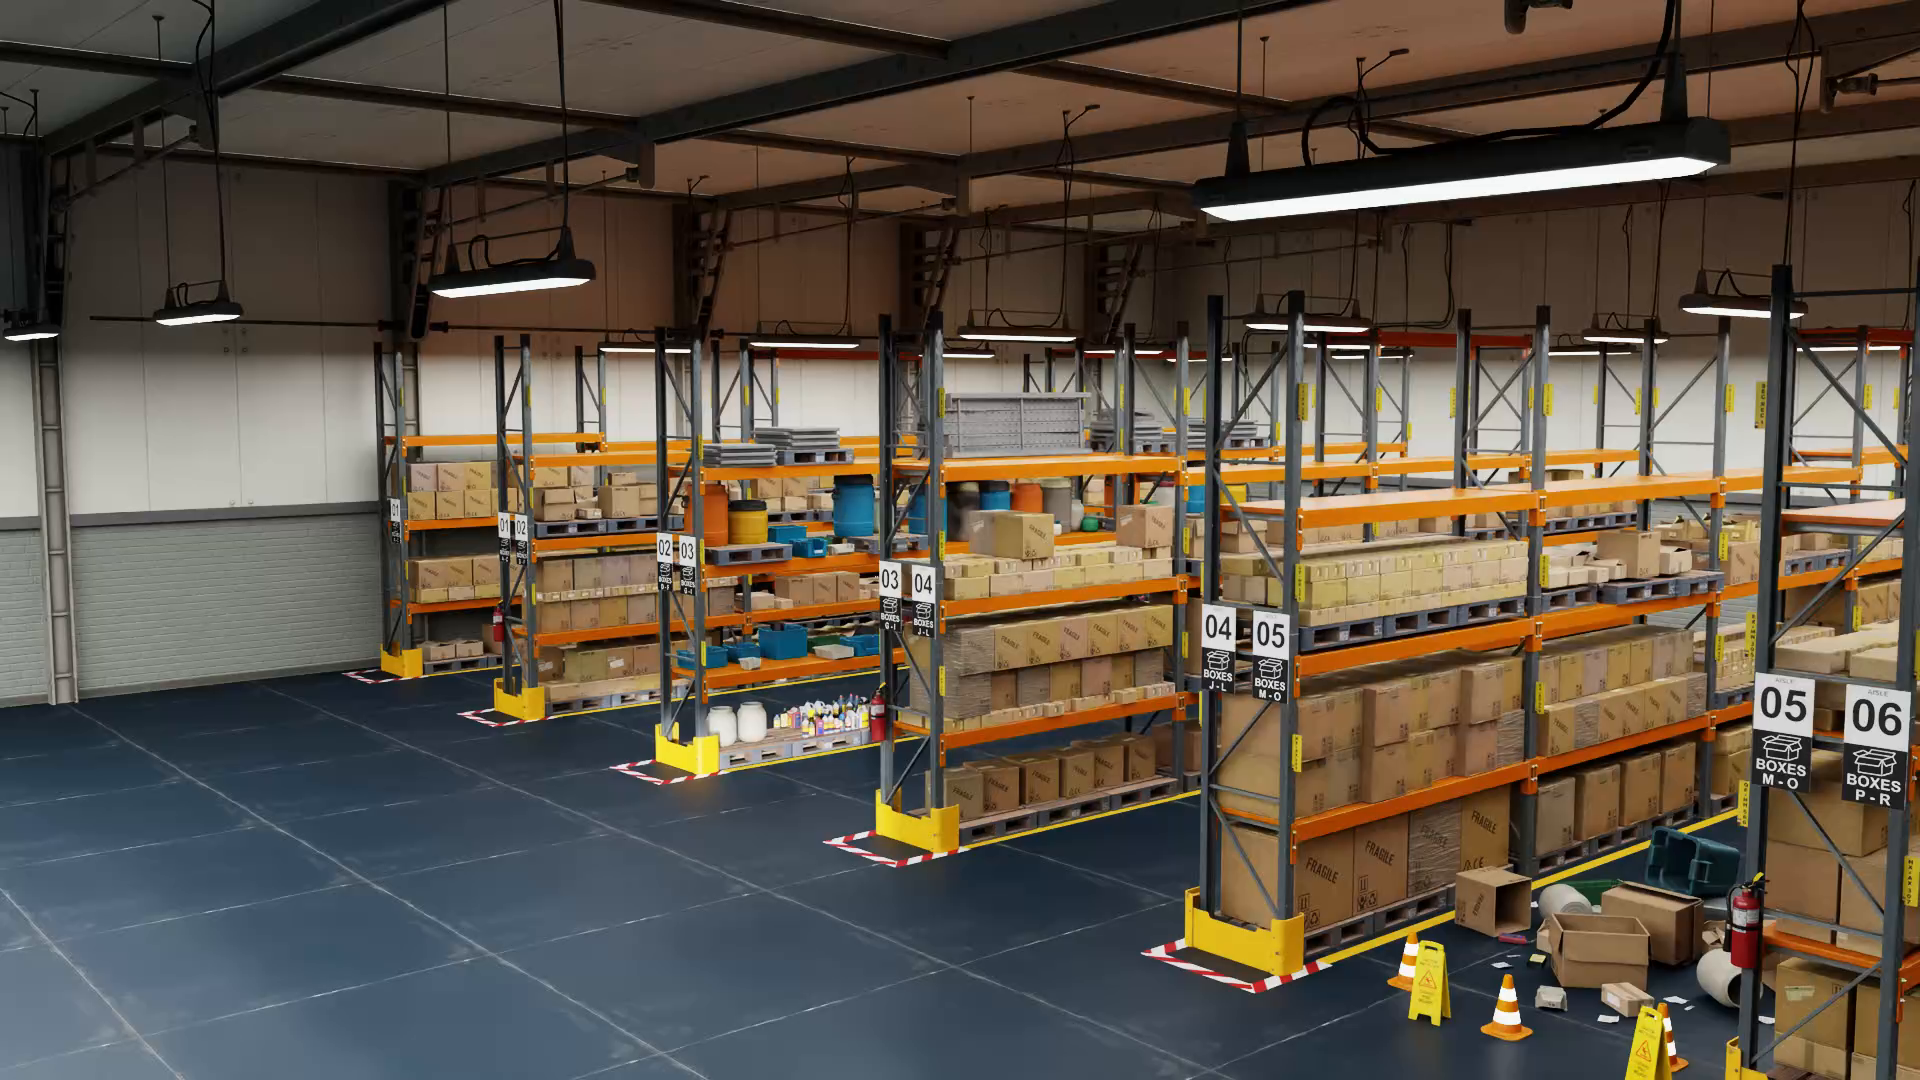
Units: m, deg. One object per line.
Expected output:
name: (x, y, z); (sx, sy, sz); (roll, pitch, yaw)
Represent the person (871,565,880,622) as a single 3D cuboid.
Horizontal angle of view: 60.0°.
person: (-1.517, 1.263, 33.743); (0.722, 1.726, 0.583); (-5, 7, -44)
